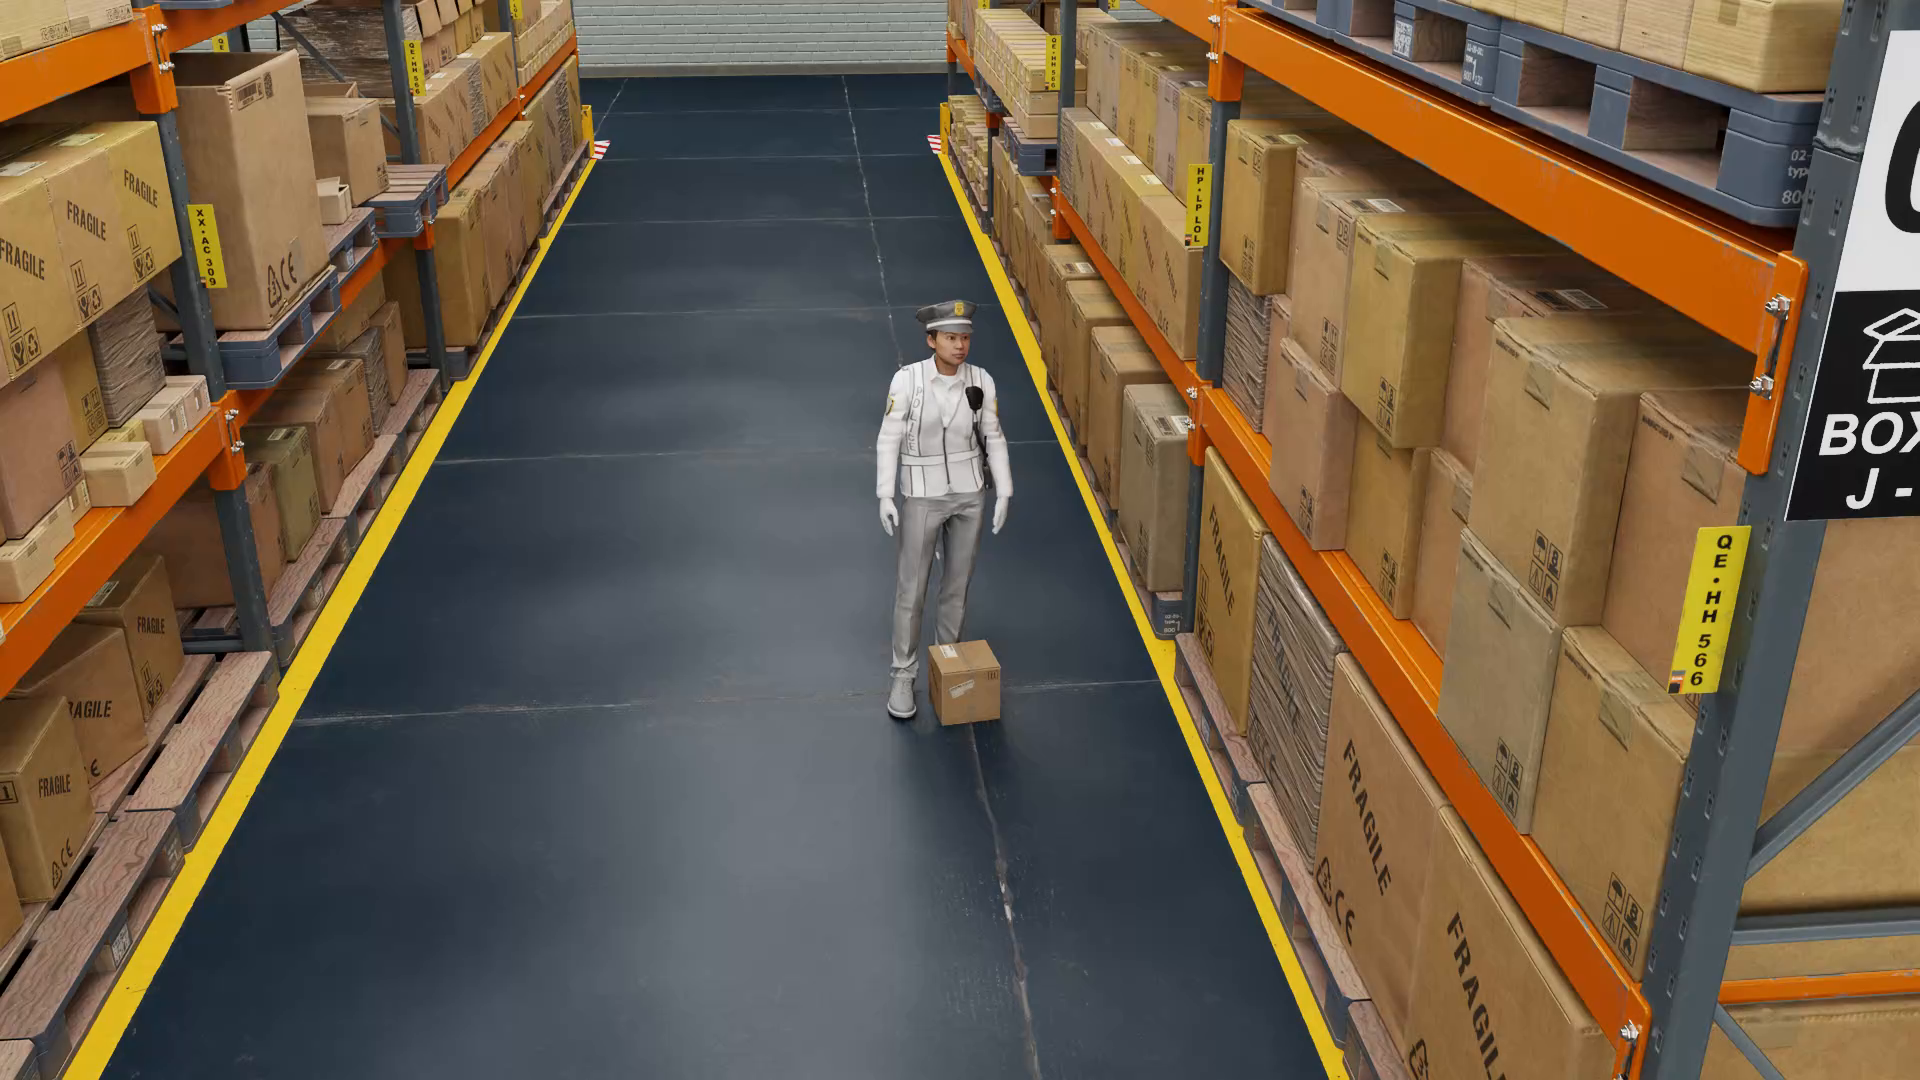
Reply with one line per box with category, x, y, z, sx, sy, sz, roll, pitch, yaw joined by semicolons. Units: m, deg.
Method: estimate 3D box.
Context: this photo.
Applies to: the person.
person;-0.056;-0.147;6.874;0.587;1.693;0.534;-5;24;-11
